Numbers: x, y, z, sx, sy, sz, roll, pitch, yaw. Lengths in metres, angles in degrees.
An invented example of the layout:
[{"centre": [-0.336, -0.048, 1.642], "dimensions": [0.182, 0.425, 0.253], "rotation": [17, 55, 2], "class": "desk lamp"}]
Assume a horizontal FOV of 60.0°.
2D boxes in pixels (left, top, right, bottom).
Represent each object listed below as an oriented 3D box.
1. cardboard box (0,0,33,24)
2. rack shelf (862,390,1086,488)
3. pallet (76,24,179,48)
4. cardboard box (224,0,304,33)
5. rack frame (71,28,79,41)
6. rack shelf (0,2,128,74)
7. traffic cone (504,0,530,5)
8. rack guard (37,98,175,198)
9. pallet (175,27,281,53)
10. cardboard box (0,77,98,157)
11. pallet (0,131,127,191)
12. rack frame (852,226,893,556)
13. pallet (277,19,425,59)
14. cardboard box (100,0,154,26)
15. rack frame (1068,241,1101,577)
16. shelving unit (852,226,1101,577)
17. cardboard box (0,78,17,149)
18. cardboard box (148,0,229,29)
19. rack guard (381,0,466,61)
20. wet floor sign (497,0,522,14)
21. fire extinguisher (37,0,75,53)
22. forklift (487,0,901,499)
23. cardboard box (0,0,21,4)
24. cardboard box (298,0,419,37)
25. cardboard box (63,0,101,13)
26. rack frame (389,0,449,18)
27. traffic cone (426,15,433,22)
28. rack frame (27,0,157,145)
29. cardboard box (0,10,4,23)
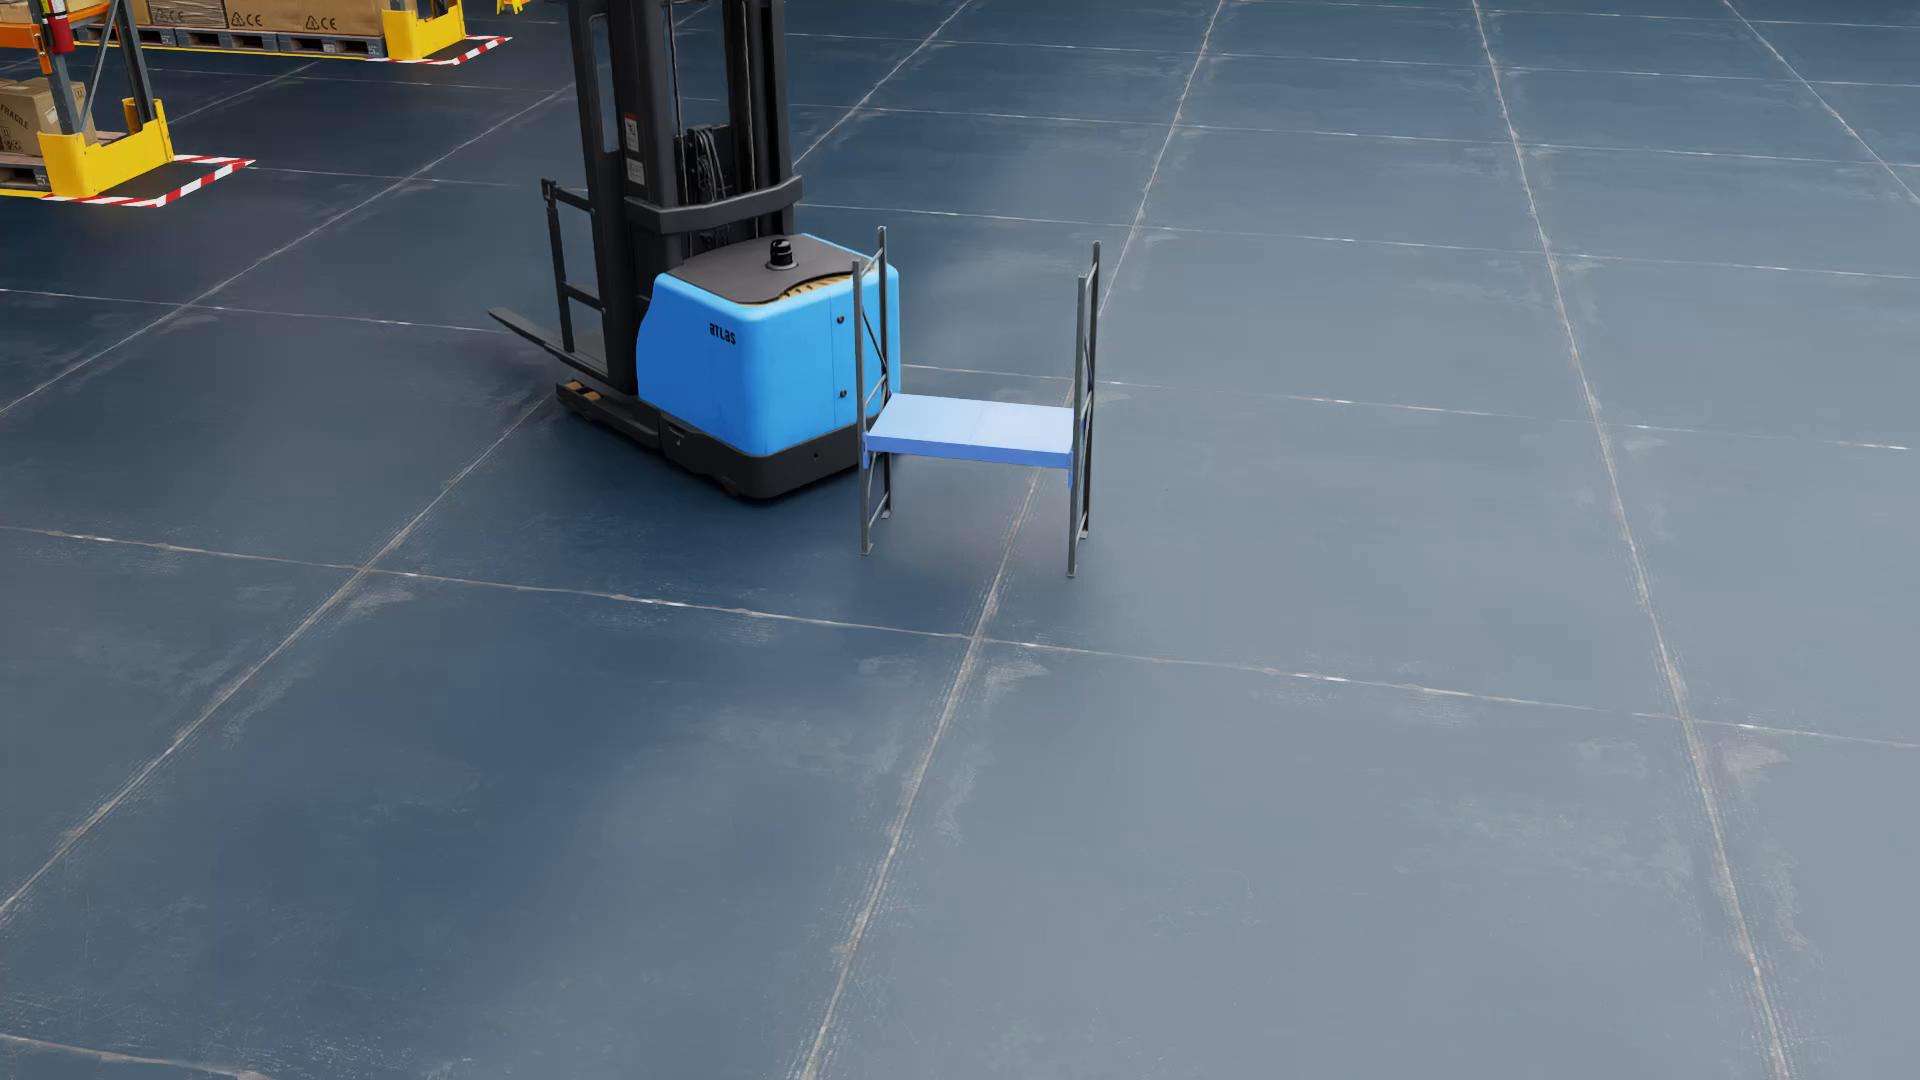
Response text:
[{"centre": [-7.218, -4.131, 12.933], "dimensions": [0.250, 0.149, 0.380], "rotation": [6, 29, 11], "class": "cardboard box"}, {"centre": [0.083, -0.492, 7.961], "dimensions": [1.000, 0.185, 0.538], "rotation": [6, 29, 11], "class": "rack shelf"}, {"centre": [-8.946, -5.693, 18.429], "dimensions": [1.213, 0.211, 1.003], "rotation": [6, 29, 11], "class": "pallet"}, {"centre": [-7.300, -6.005, 17.870], "dimensions": [0.875, 0.875, 0.875], "rotation": [5, 29, 10], "class": "cardboard box"}, {"centre": [-9.673, -7.029, 17.966], "dimensions": [0.127, 3.000, 1.000], "rotation": [6, 29, 11], "class": "rack frame"}, {"centre": [-8.852, -4.194, 13.536], "dimensions": [4.000, 0.370, 1.077], "rotation": [6, 29, 11], "class": "rack shelf"}, {"centre": [-5.416, -6.732, 20.065], "dimensions": [0.334, 0.463, 0.336], "rotation": [6, 29, 11], "class": "traffic cone"}, {"centre": [-6.971, -3.220, 13.611], "dimensions": [0.348, 0.500, 1.175], "rotation": [6, 29, 11], "class": "rack guard"}, {"centre": [-7.749, -5.572, 18.208], "dimensions": [1.213, 0.211, 1.003], "rotation": [6, 29, 11], "class": "pallet"}, {"centre": [-7.503, -3.467, 13.625], "dimensions": [0.500, 0.500, 0.500], "rotation": [11, 31, 20], "class": "cardboard box"}, {"centre": [-7.758, -3.192, 13.860], "dimensions": [1.213, 0.211, 1.003], "rotation": [6, 29, 11], "class": "pallet"}, {"centre": [-0.414, -0.700, 7.967], "dimensions": [0.032, 1.500, 0.500], "rotation": [6, 29, 11], "class": "rack frame"}, {"centre": [-6.560, -5.449, 17.983], "dimensions": [1.213, 0.211, 1.003], "rotation": [6, 29, 11], "class": "pallet"}, {"centre": [-9.073, -6.186, 18.200], "dimensions": [0.875, 0.875, 0.875], "rotation": [6, 29, 11], "class": "cardboard box"}, {"centre": [0.581, -0.598, 7.781], "dimensions": [0.032, 1.500, 0.500], "rotation": [6, 29, 11], "class": "rack frame"}, {"centre": [0.083, -0.649, 7.874], "dimensions": [1.048, 1.500, 0.538], "rotation": [6, 29, 11], "class": "shelving unit"}, {"centre": [-8.095, -3.511, 13.706], "dimensions": [0.500, 0.500, 0.500], "rotation": [14, 32, 24], "class": "cardboard box"}, {"centre": [-8.191, -6.097, 18.039], "dimensions": [0.875, 0.875, 0.875], "rotation": [6, 29, 11], "class": "cardboard box"}, {"centre": [-5.738, -5.529, 17.829], "dimensions": [0.348, 0.500, 1.175], "rotation": [6, 29, 11], "class": "rack guard"}, {"centre": [-5.320, -6.523, 19.492], "dimensions": [0.232, 0.644, 0.267], "rotation": [1, 29, 2], "class": "wet floor sign"}, {"centre": [-6.880, -4.047, 12.600], "dimensions": [0.183, 0.674, 0.296], "rotation": [6, 29, 11], "class": "fire extinguisher"}, {"centre": [-1.680, -2.112, 9.056], "dimensions": [1.130, 2.935, 3.031], "rotation": [-24, 37, -37], "class": "forklift"}, {"centre": [-7.428, -4.551, 13.026], "dimensions": [0.500, 0.500, 0.875], "rotation": [6, 29, 11], "class": "cardboard box"}, {"centre": [-6.439, -5.917, 17.710], "dimensions": [0.875, 0.875, 0.875], "rotation": [6, 29, 11], "class": "cardboard box"}, {"centre": [-7.125, -4.339, 13.314], "dimensions": [0.250, 0.149, 0.380], "rotation": [6, 29, 11], "class": "cardboard box"}, {"centre": [-5.762, -6.628, 17.234], "dimensions": [0.127, 3.000, 1.000], "rotation": [6, 29, 11], "class": "rack frame"}, {"centre": [-5.984, -6.236, 19.158], "dimensions": [0.334, 0.463, 0.336], "rotation": [6, 29, 11], "class": "traffic cone"}, {"centre": [-6.896, -4.309, 12.997], "dimensions": [0.127, 3.000, 1.000], "rotation": [6, 29, 11], "class": "rack frame"}, {"centre": [-7.462, -4.156, 12.979], "dimensions": [0.250, 0.149, 0.380], "rotation": [6, 29, 11], "class": "cardboard box"}]
